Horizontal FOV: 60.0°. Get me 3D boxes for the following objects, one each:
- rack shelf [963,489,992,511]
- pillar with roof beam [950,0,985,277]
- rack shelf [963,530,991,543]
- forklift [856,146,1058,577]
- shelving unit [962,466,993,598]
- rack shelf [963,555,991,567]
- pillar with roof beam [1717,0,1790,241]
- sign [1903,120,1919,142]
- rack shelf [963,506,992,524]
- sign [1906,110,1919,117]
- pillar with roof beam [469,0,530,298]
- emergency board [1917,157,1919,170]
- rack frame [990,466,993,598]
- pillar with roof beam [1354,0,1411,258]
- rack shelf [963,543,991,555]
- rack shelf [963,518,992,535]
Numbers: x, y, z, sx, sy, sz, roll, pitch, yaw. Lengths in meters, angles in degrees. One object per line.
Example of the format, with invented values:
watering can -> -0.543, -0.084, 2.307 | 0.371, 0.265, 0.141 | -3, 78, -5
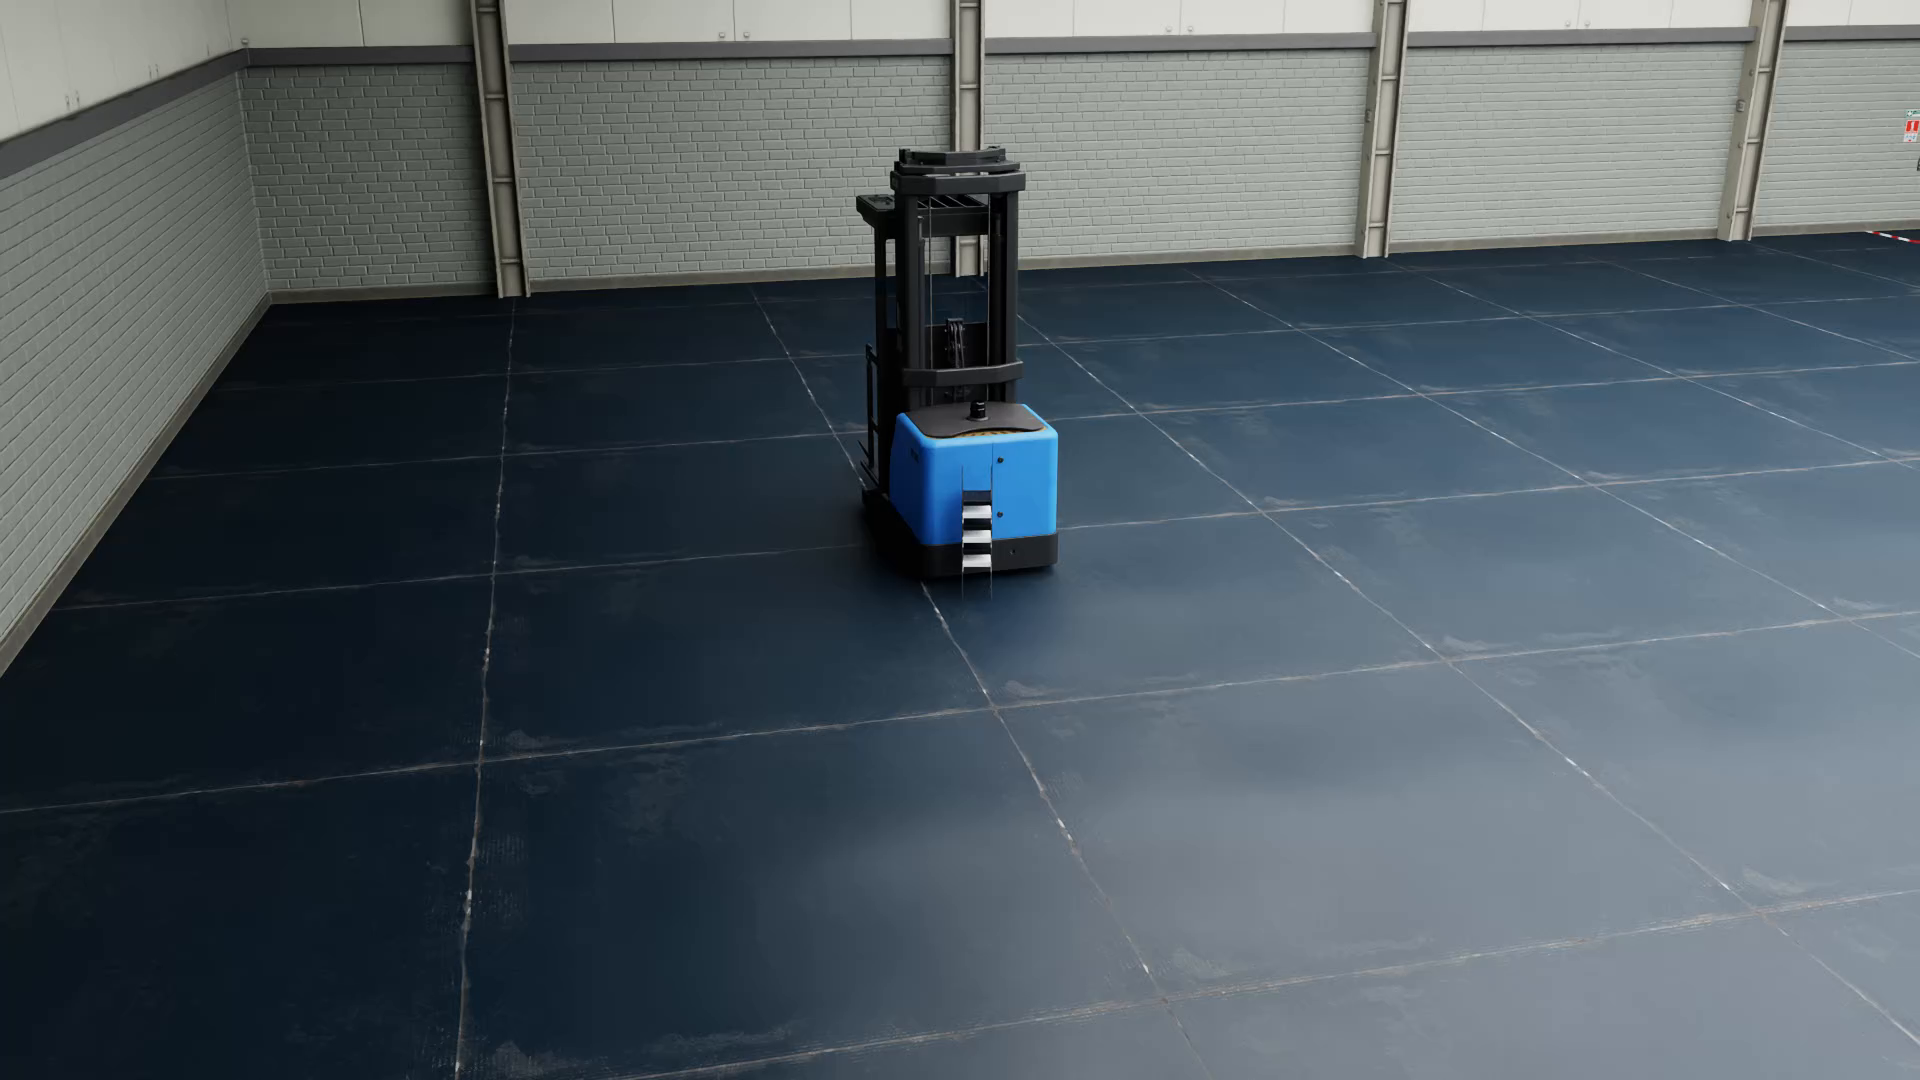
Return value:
rack shelf -> 0.118, -0.277, 11.573 | 0.200, 0.077, 0.258 | 0, 20, 0
pillar with roof beam -> 1.086, -6.417, 17.250 | 0.400, 9.000, 9.100 | -5, 21, -12
rack shelf -> 0.118, -0.023, 11.666 | 0.200, 0.077, 0.258 | 0, 20, 0
forklift -> -0.166, -1.585, 12.881 | 1.130, 2.935, 3.031 | -5, 21, -14
shelving unit -> 0.118, -0.054, 11.655 | 0.210, 0.900, 0.258 | 0, 20, 0
rack shelf -> 0.118, 0.146, 11.728 | 0.200, 0.077, 0.258 | 0, 20, 0
pillar with roof beam -> 12.764, -7.367, 19.843 | 0.400, 9.000, 9.100 | -5, 21, -12
sign -> 14.637, -6.291, 25.575 | 0.234, 0.329, 0.001 | -5, 21, -12
rack shelf -> 0.118, -0.192, 11.604 | 0.200, 0.077, 0.258 | 0, 20, 0
sign -> 14.644, -6.537, 25.476 | 0.331, 0.109, 0.001 | -5, 21, -12
pillar with roof beam -> -4.753, -5.942, 15.954 | 0.400, 9.000, 9.100 | -5, 21, -12
emergency board -> 15.186, -6.289, 25.621 | 0.626, 1.169, 0.157 | -5, 21, -12
rack frame -> 0.219, -0.055, 11.655 | 0.006, 0.900, 0.240 | 0, 20, 0
pillar with roof beam -> 6.925, -6.892, 18.547 | 0.400, 9.000, 9.100 | -5, 21, -12
rack shelf -> 0.118, 0.061, 11.697 | 0.200, 0.077, 0.258 | 0, 20, 0
rack shelf -> 0.118, -0.108, 11.635 | 0.200, 0.077, 0.258 | 0, 20, 0
